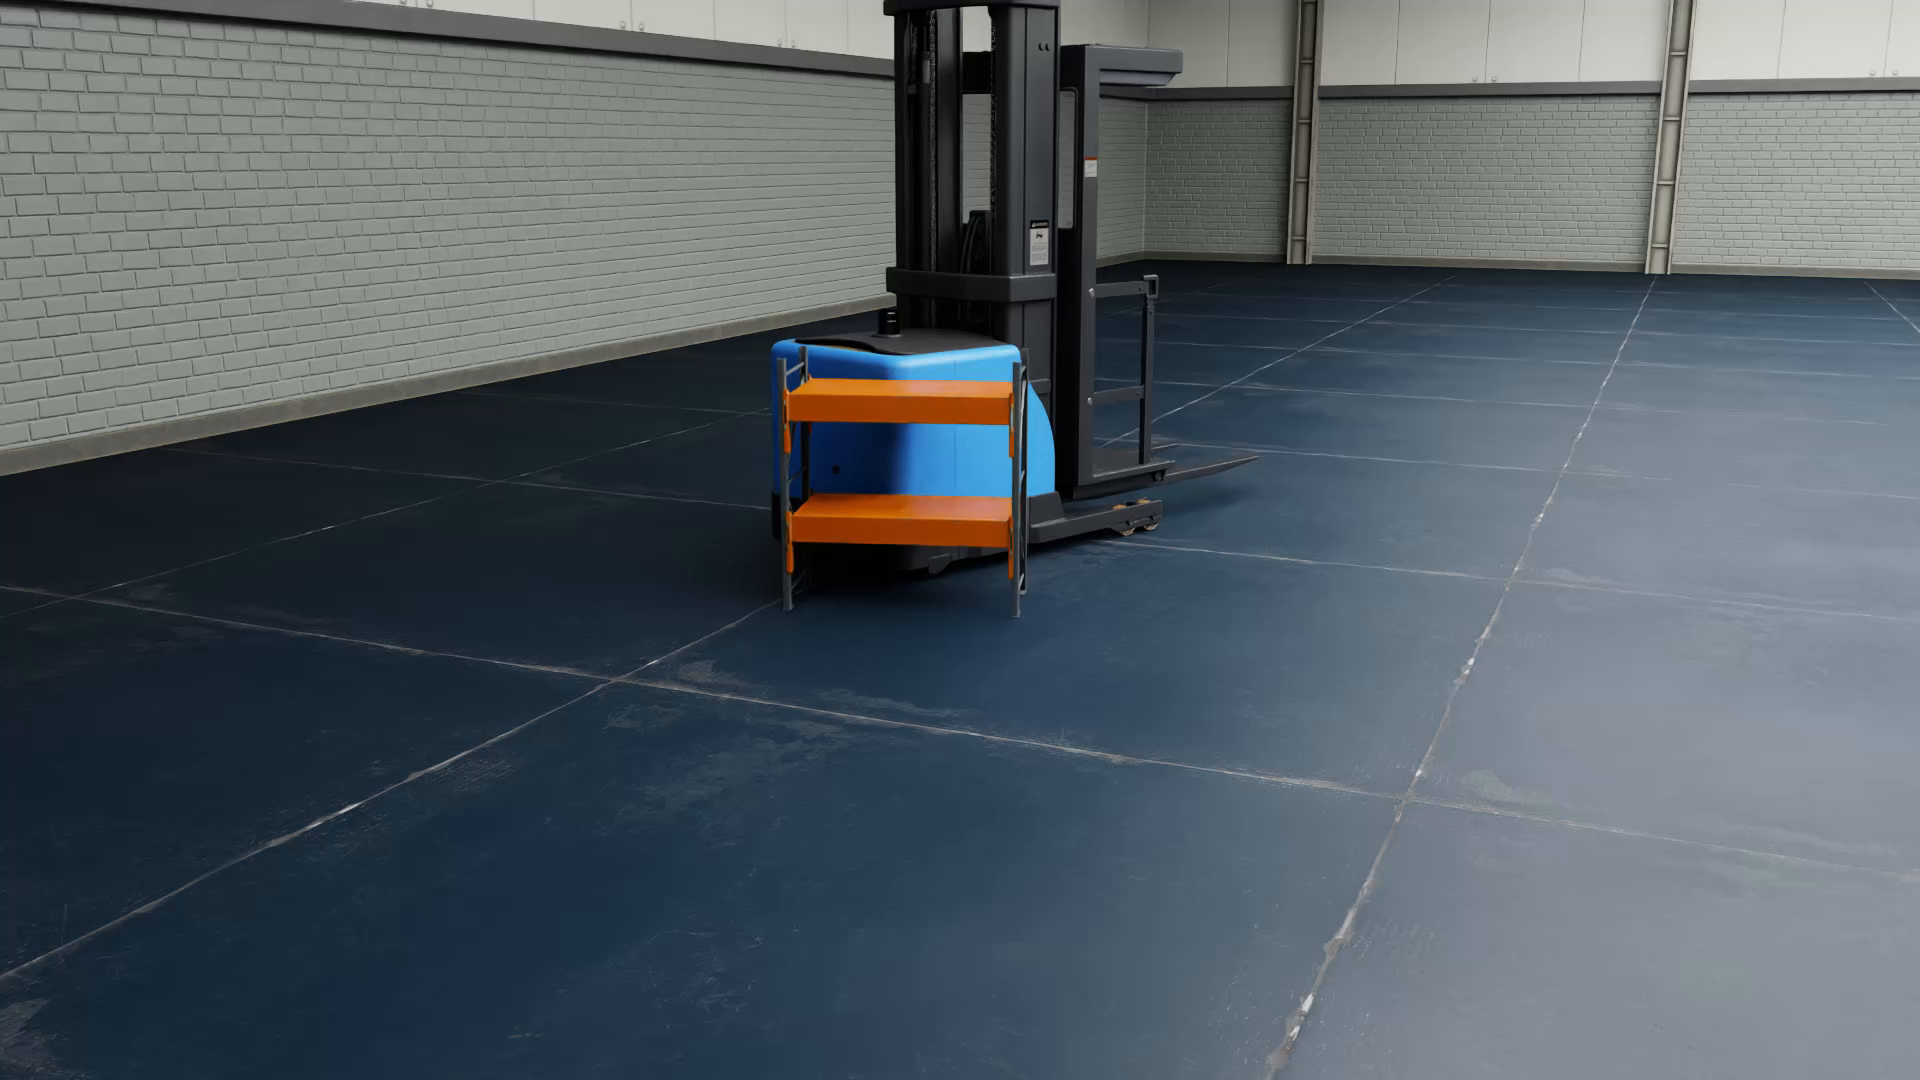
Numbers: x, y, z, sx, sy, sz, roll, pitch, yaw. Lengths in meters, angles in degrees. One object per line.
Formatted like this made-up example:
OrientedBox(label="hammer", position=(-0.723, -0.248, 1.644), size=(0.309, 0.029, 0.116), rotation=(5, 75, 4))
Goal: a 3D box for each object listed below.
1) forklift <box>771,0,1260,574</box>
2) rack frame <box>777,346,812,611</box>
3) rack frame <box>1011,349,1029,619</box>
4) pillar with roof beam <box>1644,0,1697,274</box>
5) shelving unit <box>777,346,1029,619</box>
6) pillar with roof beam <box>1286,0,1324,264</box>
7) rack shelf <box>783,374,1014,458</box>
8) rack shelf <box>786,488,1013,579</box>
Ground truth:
OrientedBox(label="forklift", position=(0.459, -1.526, 8.841), size=(3.031, 2.935, 1.130), rotation=(-12, 18, -42))
OrientedBox(label="rack frame", position=(-0.744, -0.287, 7.515), size=(0.032, 1.125, 0.500), rotation=(1, 13, 6))
OrientedBox(label="rack frame", position=(0.266, -0.261, 7.403), size=(0.032, 1.125, 0.500), rotation=(1, 13, 6))
OrientedBox(label="pillar with roof beam", position=(9.868, -7.922, 22.816), size=(0.400, 9.000, 9.100), rotation=(6, 14, 23))
OrientedBox(label="shelving unit", position=(-0.239, -0.274, 7.459), size=(1.048, 1.125, 0.538), rotation=(1, 13, 6))
OrientedBox(label="pillar with roof beam", position=(4.382, -8.477, 25.182), size=(0.400, 9.000, 9.100), rotation=(6, 14, 23))
OrientedBox(label="rack shelf", position=(-0.239, -0.559, 7.392), size=(1.000, 0.278, 0.538), rotation=(1, 13, 6))
OrientedBox(label="rack shelf", position=(-0.239, -0.036, 7.515), size=(1.000, 0.278, 0.538), rotation=(1, 13, 6))
